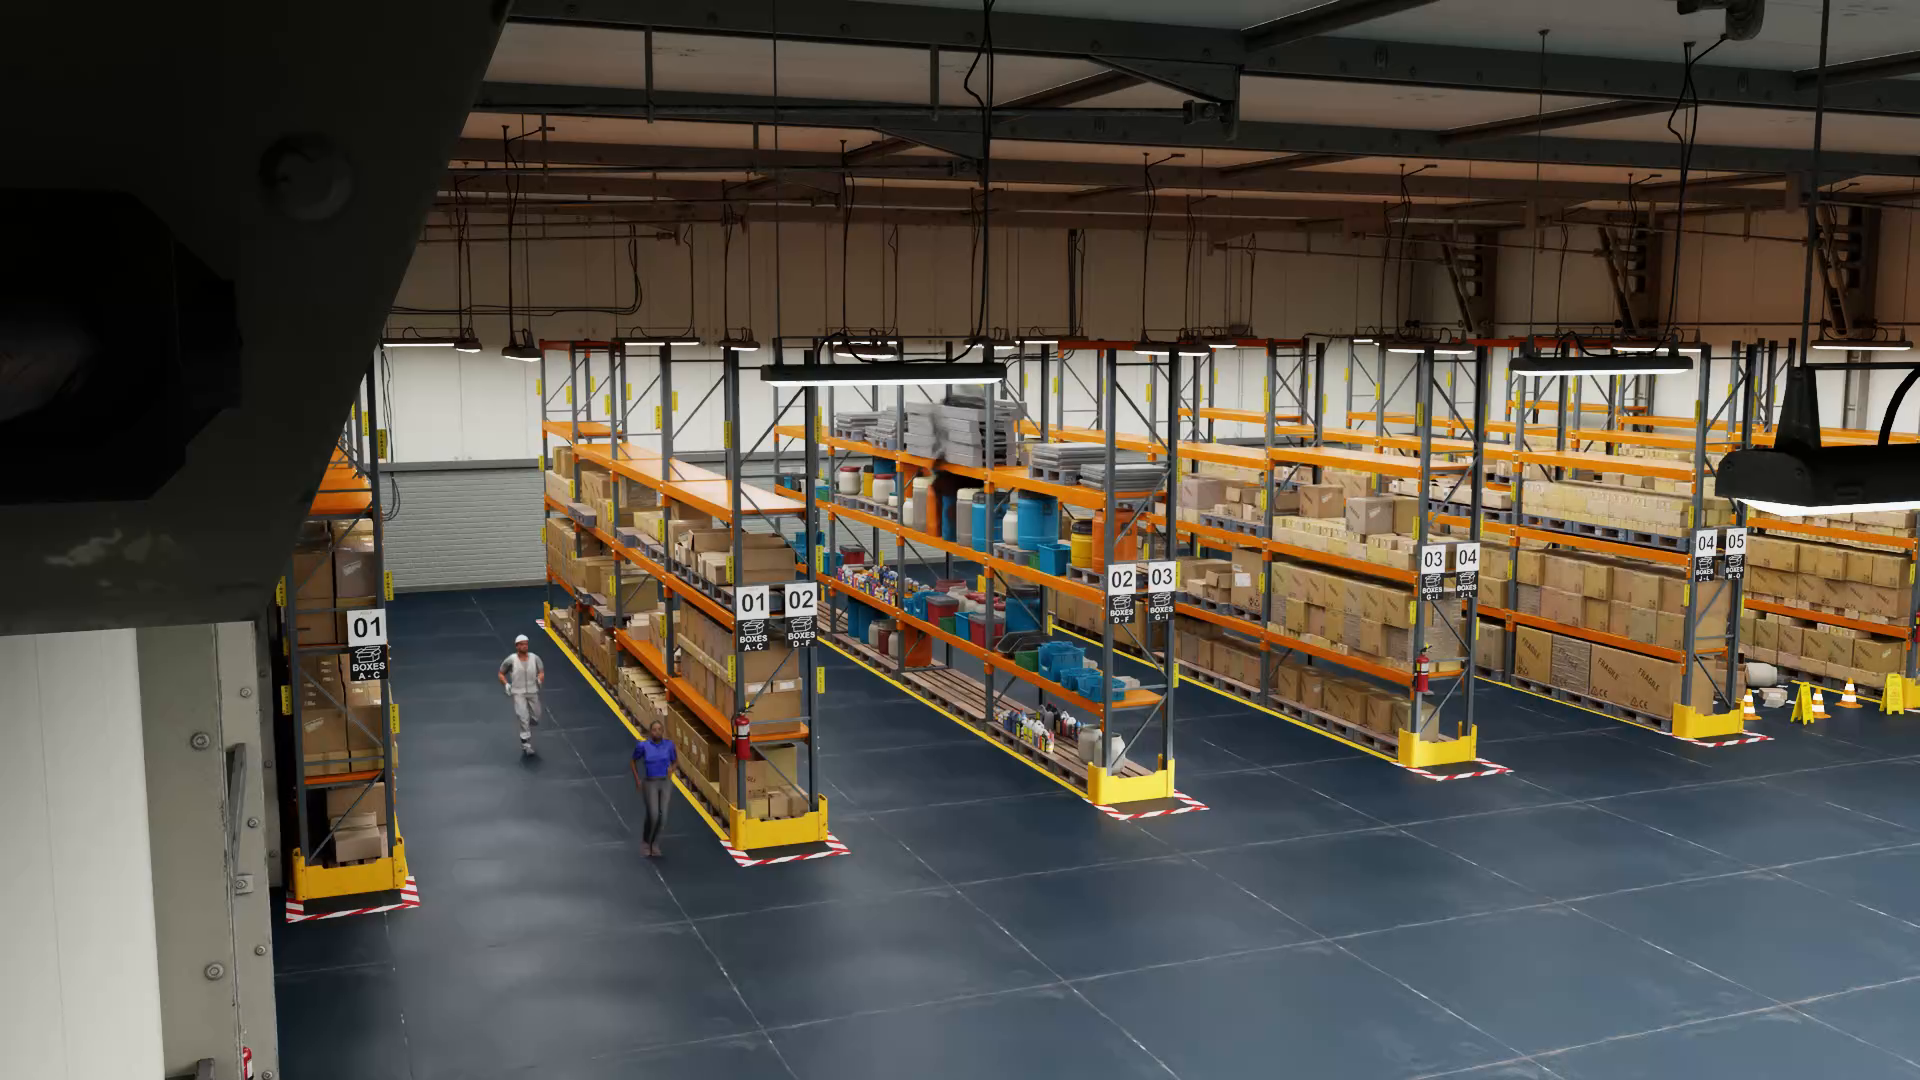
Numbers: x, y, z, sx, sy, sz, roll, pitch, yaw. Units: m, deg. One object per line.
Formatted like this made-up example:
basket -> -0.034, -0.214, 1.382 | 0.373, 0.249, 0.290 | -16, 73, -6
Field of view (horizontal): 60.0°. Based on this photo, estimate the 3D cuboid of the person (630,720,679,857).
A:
person -> -3.611, 2.973, 19.851 | 0.558, 1.645, 0.528 | -3, 8, -21

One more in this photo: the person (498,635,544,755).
person -> -6.468, 2.271, 24.626 | 0.663, 1.748, 0.780 | -4, 9, -30

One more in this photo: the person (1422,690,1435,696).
person -> 7.885, 1.768, 28.517 | 0.689, 1.740, 0.747 | -4, 9, -31
